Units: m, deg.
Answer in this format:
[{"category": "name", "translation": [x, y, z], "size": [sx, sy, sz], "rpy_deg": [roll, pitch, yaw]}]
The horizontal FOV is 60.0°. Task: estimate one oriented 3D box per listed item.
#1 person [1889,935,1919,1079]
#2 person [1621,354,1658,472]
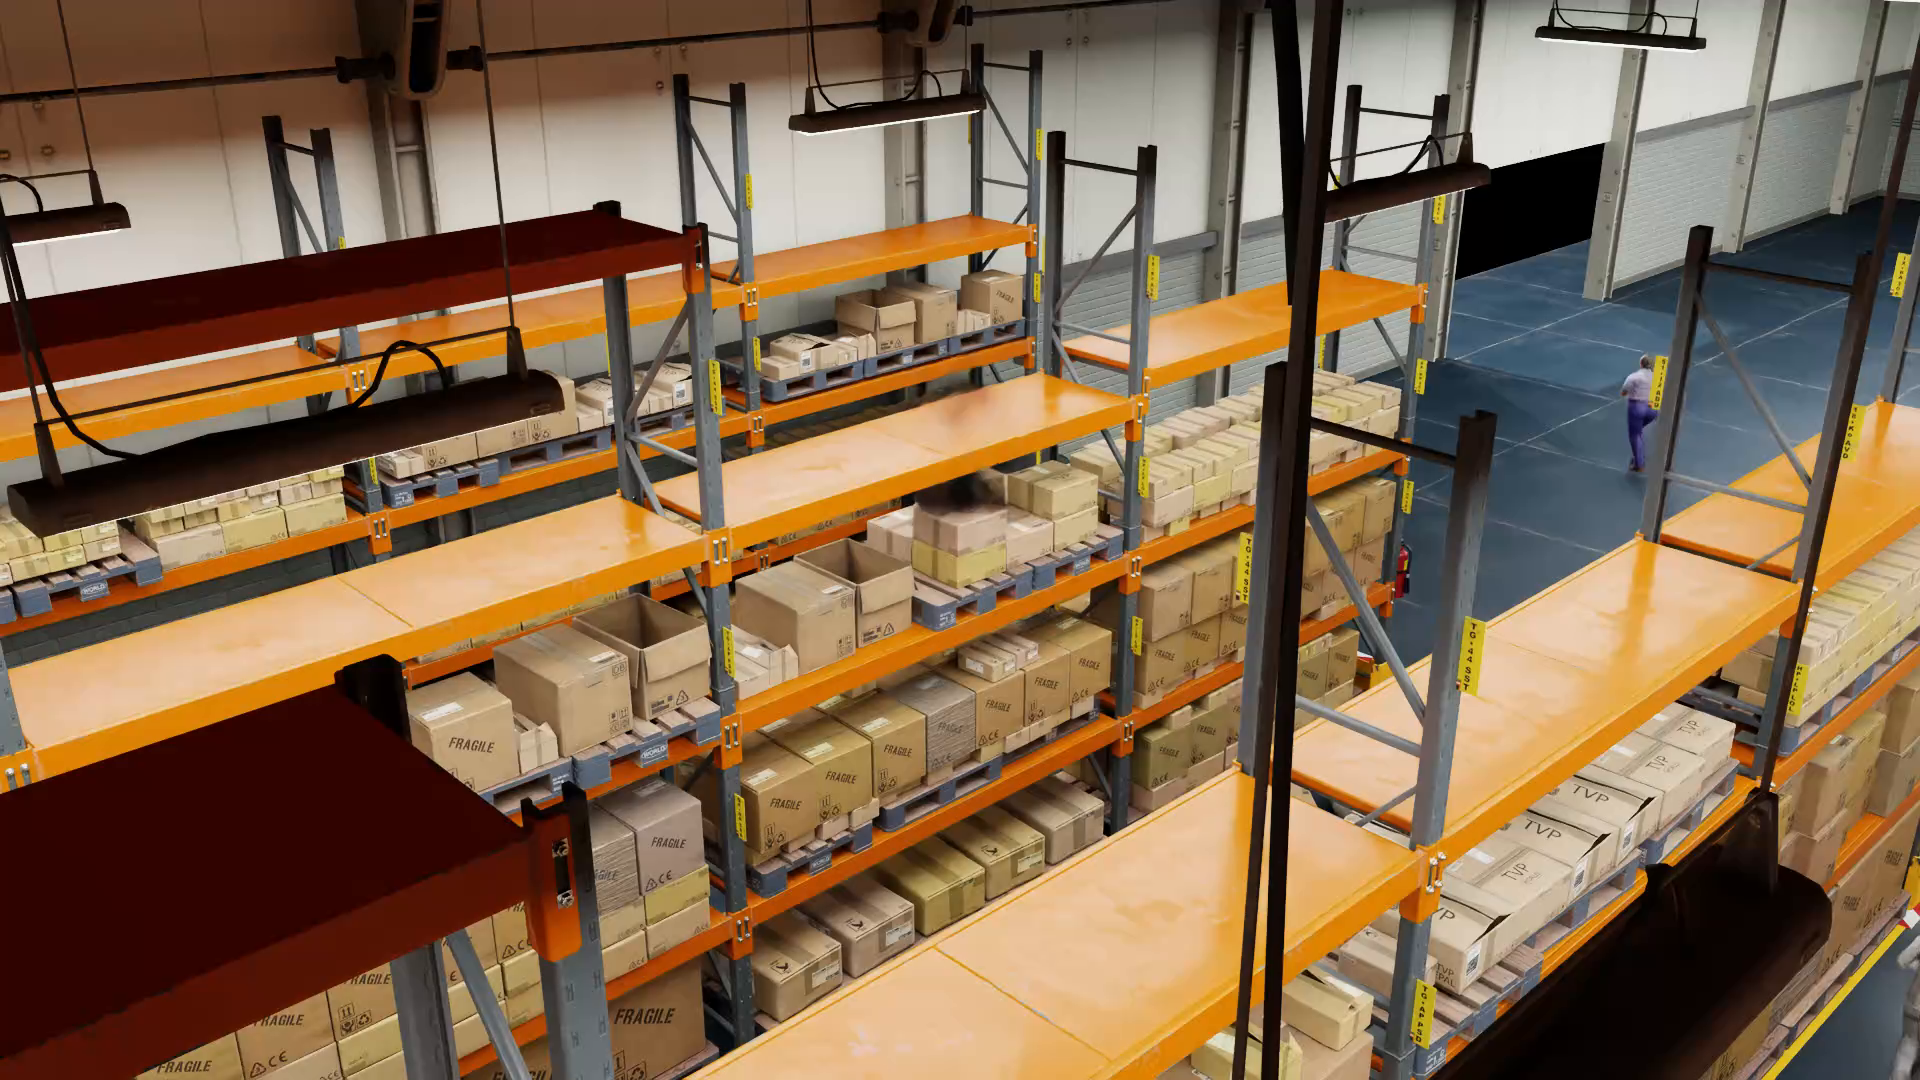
[{"category": "person", "translation": [6.527, 3.154, 11.160], "size": [0.558, 1.577, 0.723], "rpy_deg": [18, 29, 37]}, {"category": "person", "translation": [9.393, -1.746, 22.965], "size": [0.570, 1.684, 0.796], "rpy_deg": [-3, 23, -7]}]
